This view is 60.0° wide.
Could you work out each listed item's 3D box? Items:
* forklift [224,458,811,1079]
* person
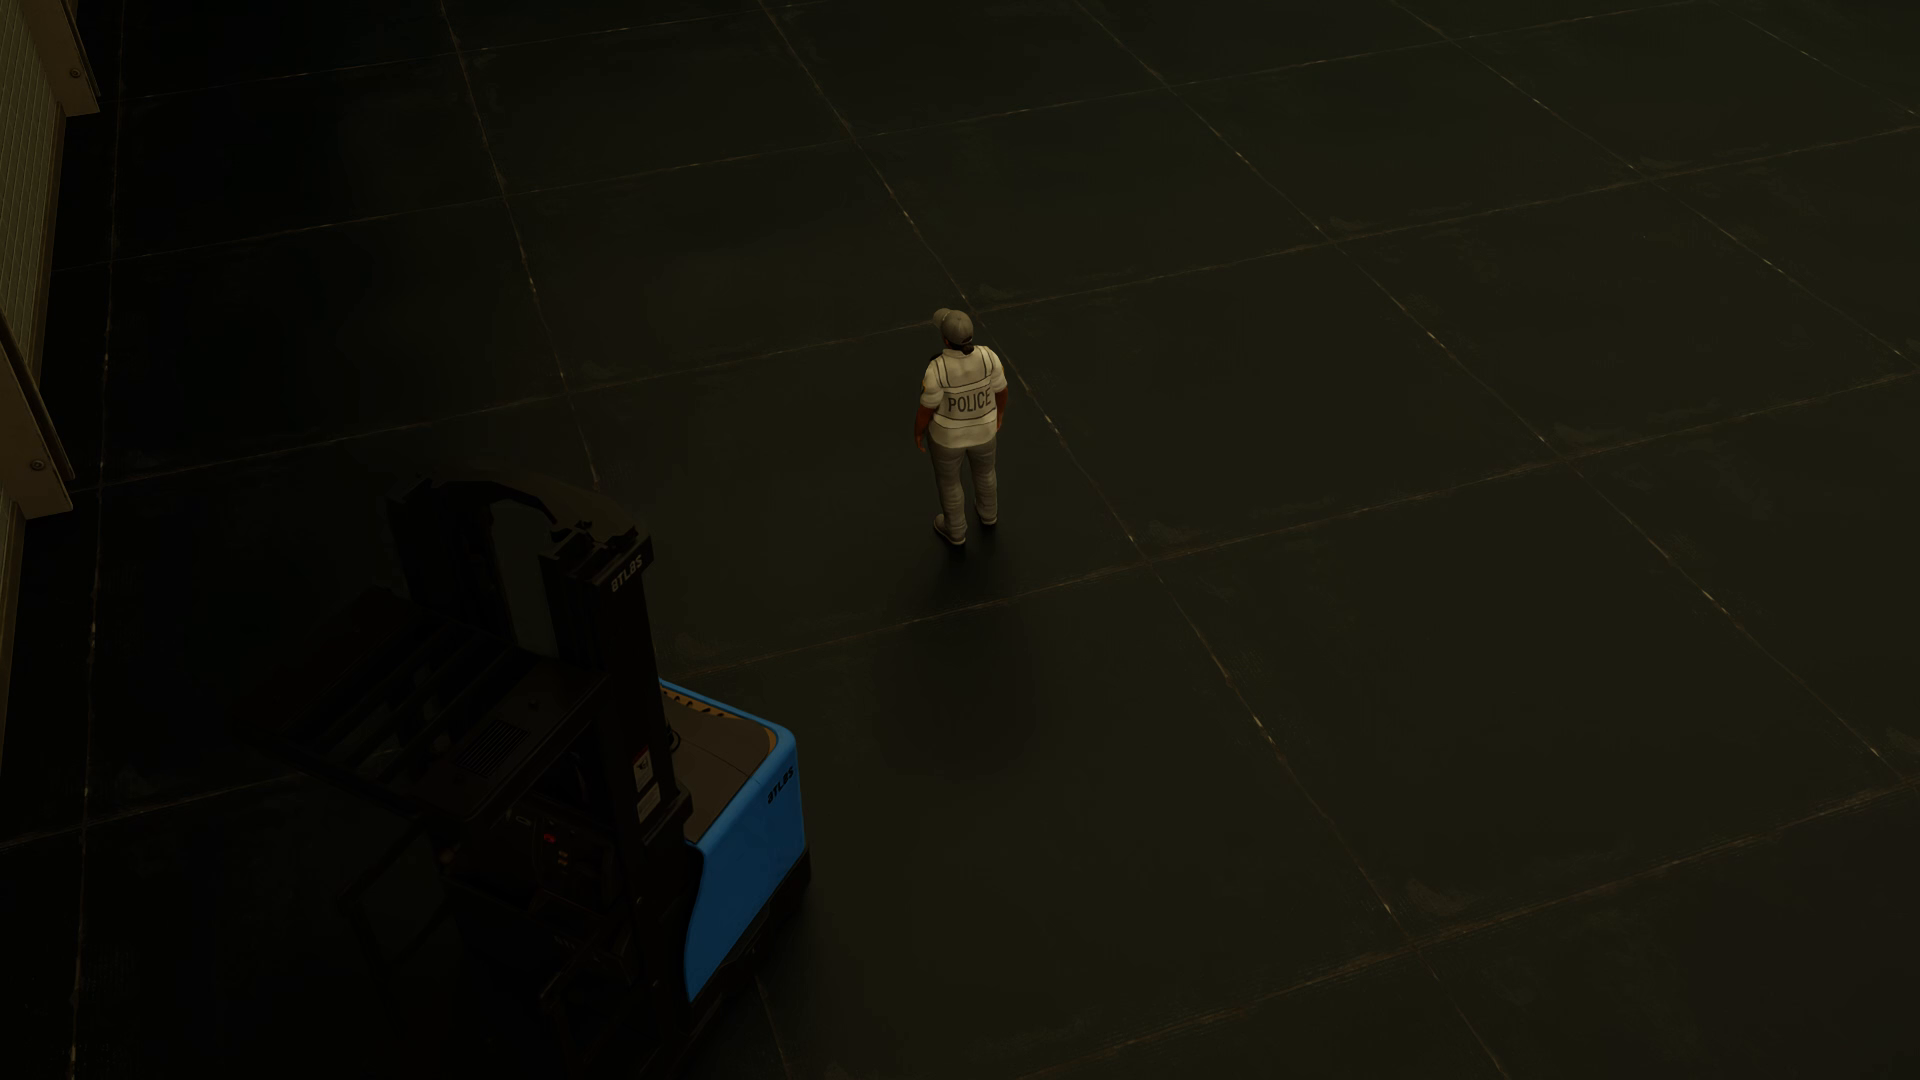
[{"bbox_3d":[-1.852,1.274,6.479,1.130,2.935,3.031,18,43,20],"label":"forklift"},{"bbox_3d":[-0.005,-0.695,9.796,0.599,1.670,0.529,-13,42,-15],"label":"person"}]
